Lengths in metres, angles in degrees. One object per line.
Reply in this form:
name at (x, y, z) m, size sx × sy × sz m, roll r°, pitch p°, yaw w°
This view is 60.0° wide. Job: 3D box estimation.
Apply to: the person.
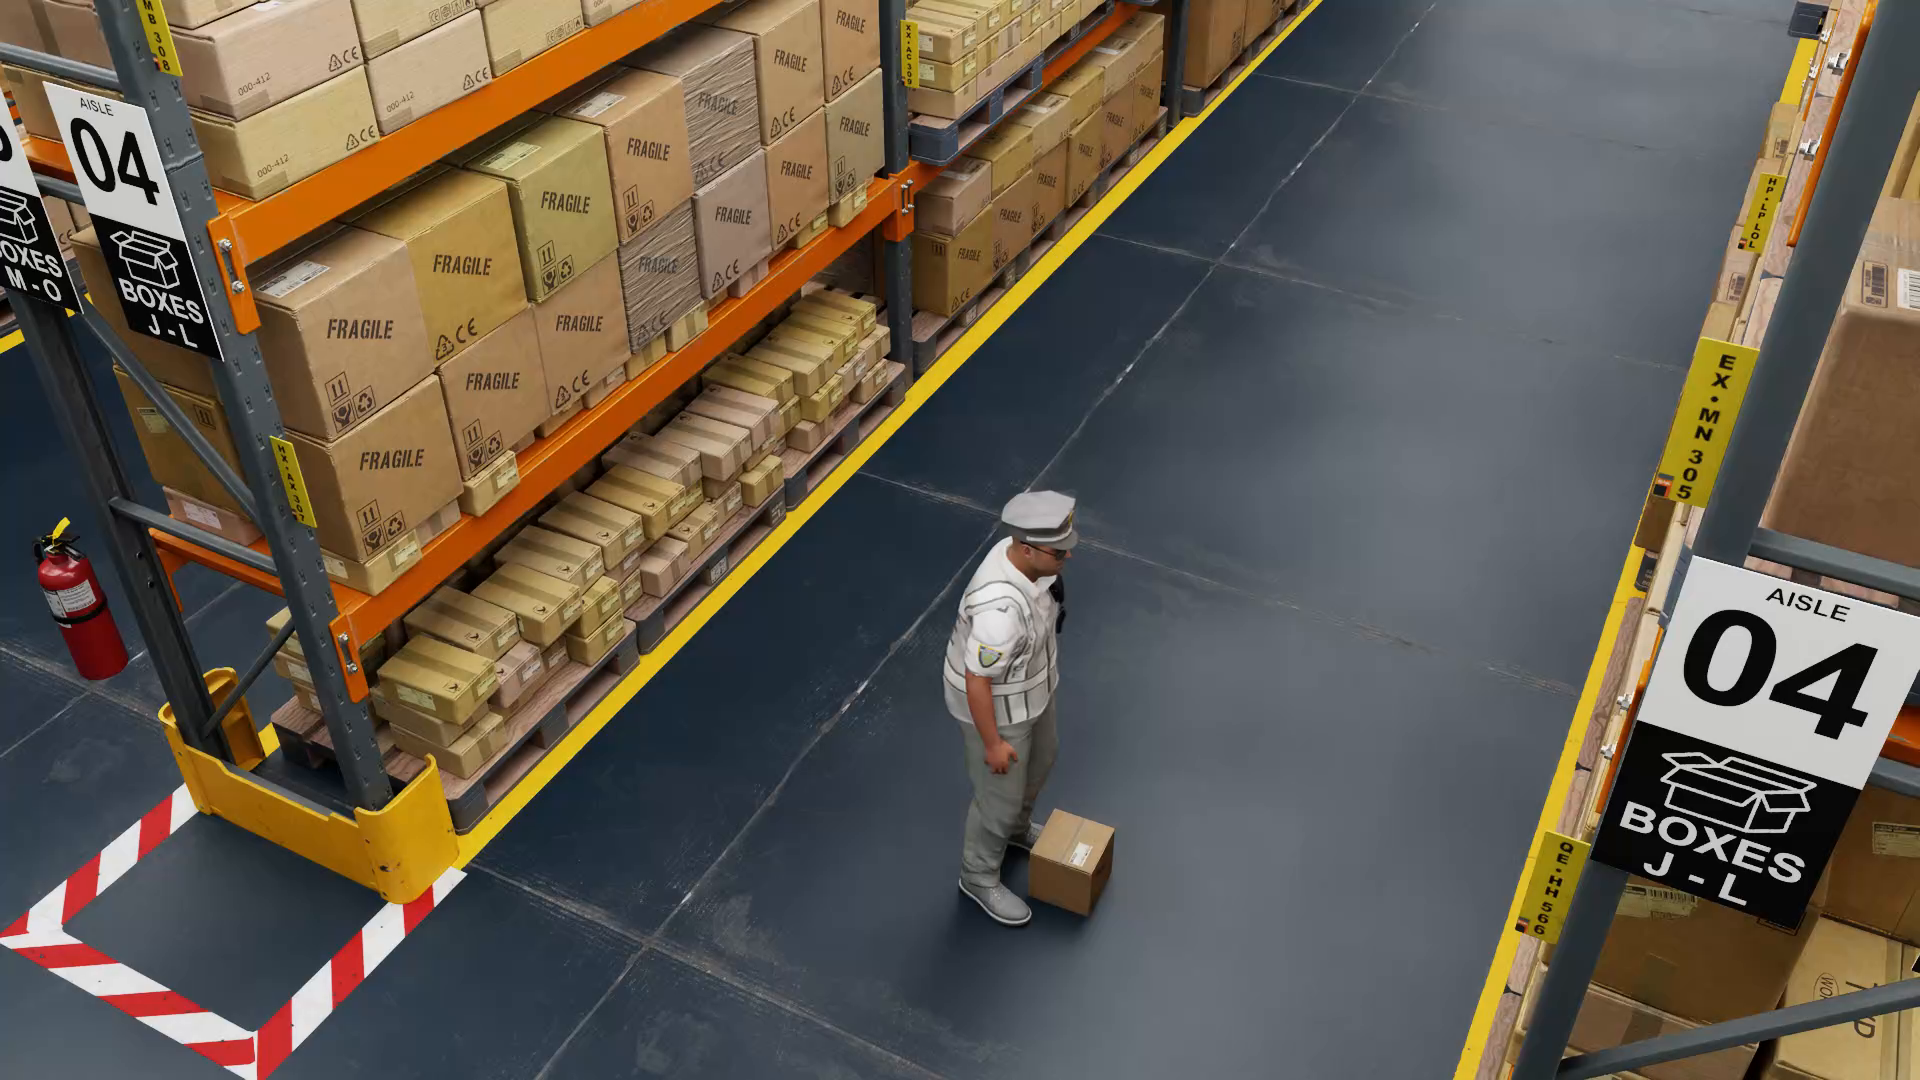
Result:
person at (0.178, 0.567, 6.008) m, size 0.432 × 1.750 × 0.606 m, roll 15°, pitch 40°, yaw 19°
